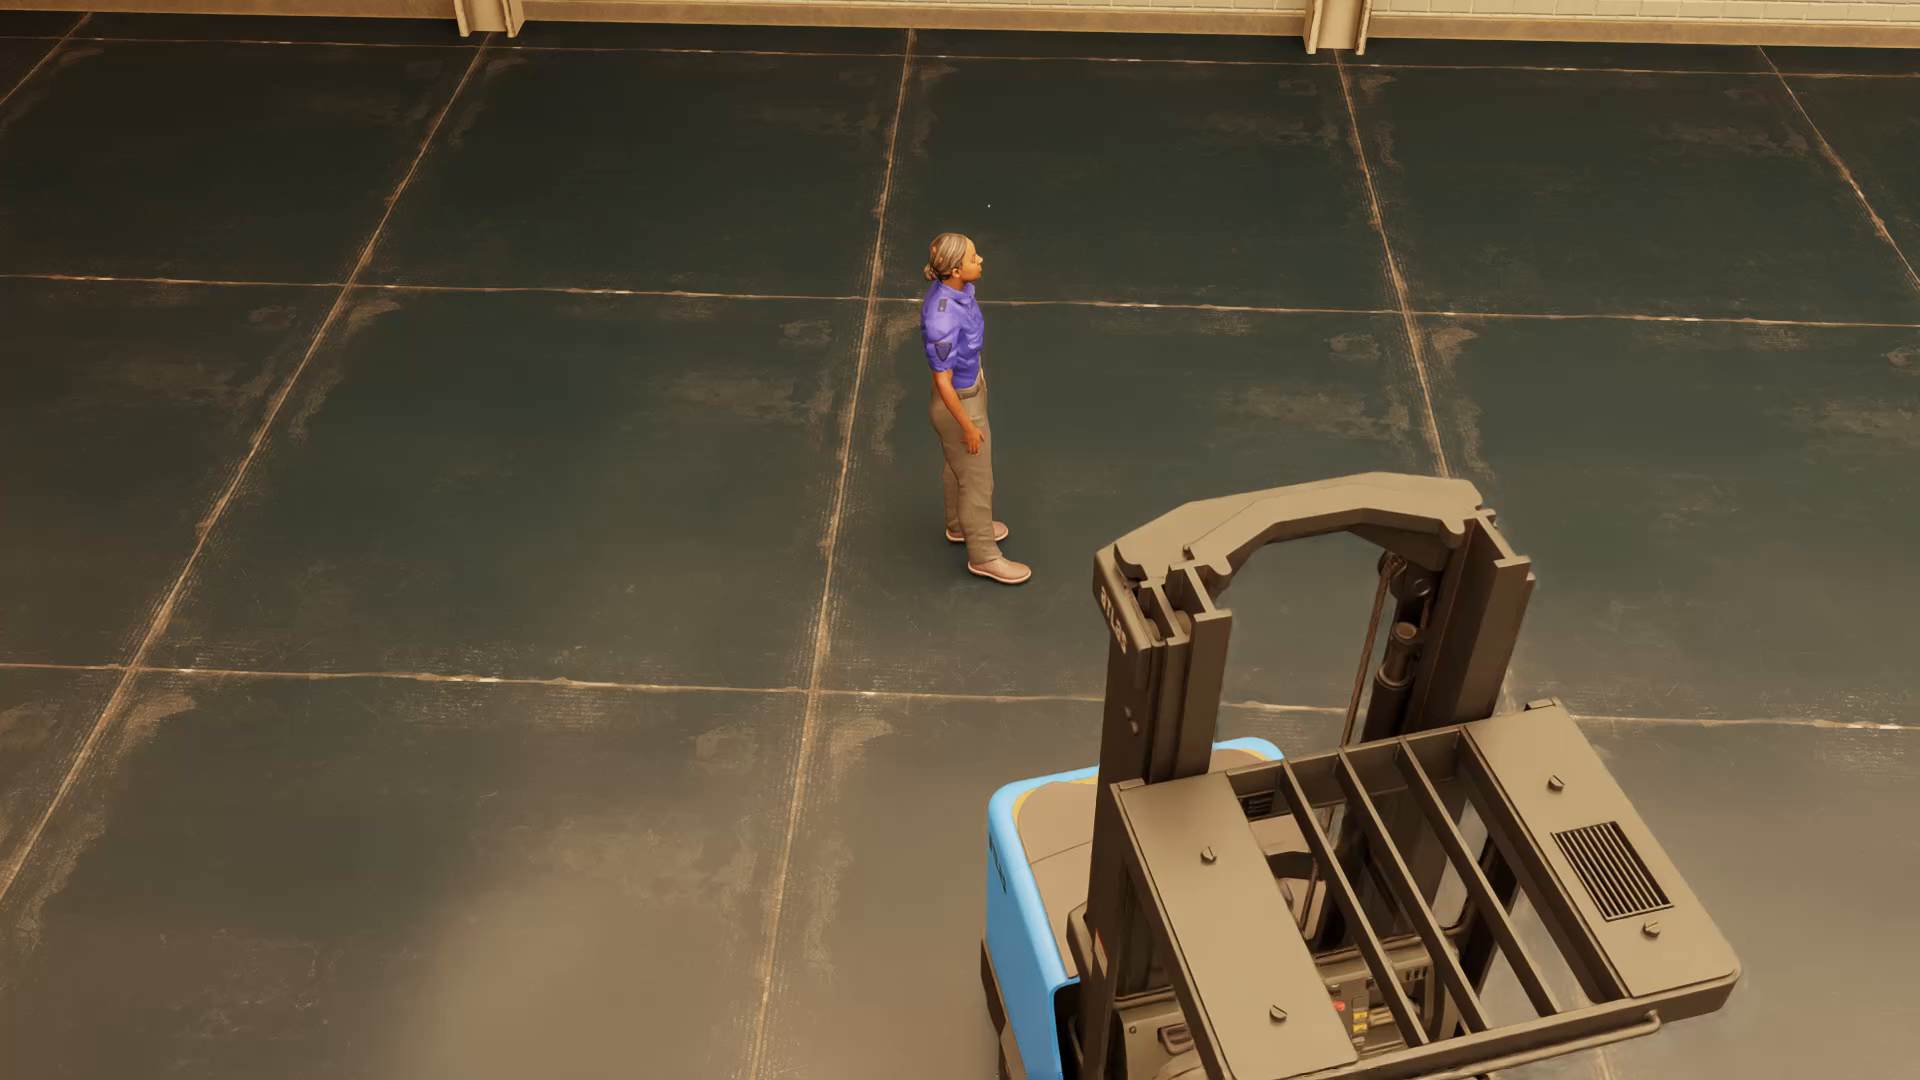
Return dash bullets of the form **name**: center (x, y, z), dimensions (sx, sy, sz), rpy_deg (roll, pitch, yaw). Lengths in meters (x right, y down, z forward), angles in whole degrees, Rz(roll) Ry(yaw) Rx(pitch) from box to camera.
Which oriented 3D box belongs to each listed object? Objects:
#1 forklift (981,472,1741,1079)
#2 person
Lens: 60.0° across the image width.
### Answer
- **forklift**: center (0.925, 1.405, 4.203), dimensions (1.130, 2.935, 3.031), rpy_deg (-9, 43, -10)
- **person**: center (0.086, -0.600, 7.336), dimensions (0.504, 1.654, 0.569), rpy_deg (2, 42, 2)
